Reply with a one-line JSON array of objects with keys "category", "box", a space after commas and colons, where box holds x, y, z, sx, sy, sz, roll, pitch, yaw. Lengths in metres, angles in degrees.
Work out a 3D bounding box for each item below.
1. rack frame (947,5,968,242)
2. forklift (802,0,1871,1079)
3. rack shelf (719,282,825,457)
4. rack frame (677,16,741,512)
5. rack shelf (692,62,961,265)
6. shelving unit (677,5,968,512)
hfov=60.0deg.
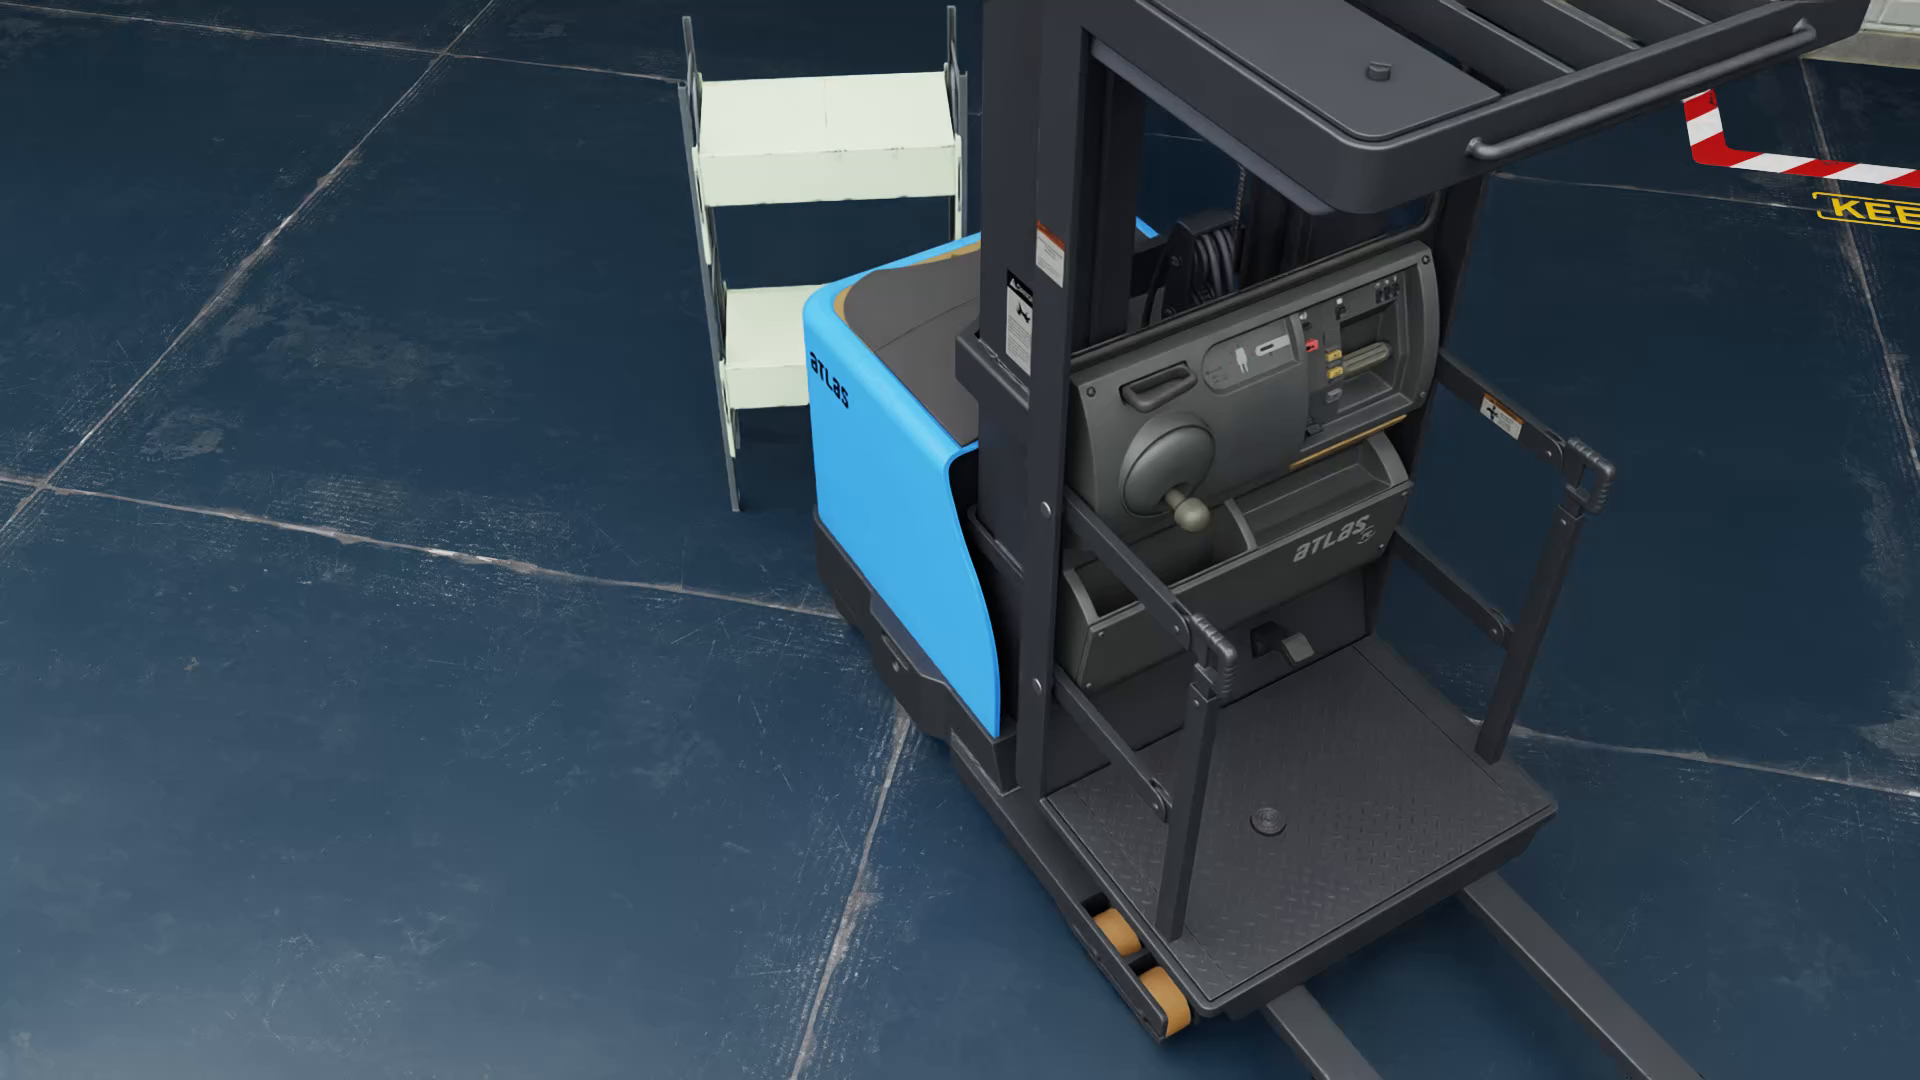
[{"category": "rack frame", "box": [-0.008, -0.811, 5.011, 0.023, 1.500, 0.400, -3, 44, -4]}, {"category": "forklift", "box": [0.760, -0.236, 3.381, 1.130, 2.935, 3.031, -23, 48, -22]}, {"category": "rack shelf", "box": [-0.372, -0.555, 5.215, 0.720, 0.370, 0.431, -3, 44, -4]}, {"category": "rack frame", "box": [-0.737, -0.768, 4.966, 0.023, 1.500, 0.400, -3, 44, -4]}, {"category": "rack shelf", "box": [-0.372, -1.071, 4.718, 0.720, 0.370, 0.431, -3, 44, -4]}, {"category": "shelving unit", "box": [-0.372, -0.789, 4.989, 0.755, 1.500, 0.431, -3, 44, -4]}]
